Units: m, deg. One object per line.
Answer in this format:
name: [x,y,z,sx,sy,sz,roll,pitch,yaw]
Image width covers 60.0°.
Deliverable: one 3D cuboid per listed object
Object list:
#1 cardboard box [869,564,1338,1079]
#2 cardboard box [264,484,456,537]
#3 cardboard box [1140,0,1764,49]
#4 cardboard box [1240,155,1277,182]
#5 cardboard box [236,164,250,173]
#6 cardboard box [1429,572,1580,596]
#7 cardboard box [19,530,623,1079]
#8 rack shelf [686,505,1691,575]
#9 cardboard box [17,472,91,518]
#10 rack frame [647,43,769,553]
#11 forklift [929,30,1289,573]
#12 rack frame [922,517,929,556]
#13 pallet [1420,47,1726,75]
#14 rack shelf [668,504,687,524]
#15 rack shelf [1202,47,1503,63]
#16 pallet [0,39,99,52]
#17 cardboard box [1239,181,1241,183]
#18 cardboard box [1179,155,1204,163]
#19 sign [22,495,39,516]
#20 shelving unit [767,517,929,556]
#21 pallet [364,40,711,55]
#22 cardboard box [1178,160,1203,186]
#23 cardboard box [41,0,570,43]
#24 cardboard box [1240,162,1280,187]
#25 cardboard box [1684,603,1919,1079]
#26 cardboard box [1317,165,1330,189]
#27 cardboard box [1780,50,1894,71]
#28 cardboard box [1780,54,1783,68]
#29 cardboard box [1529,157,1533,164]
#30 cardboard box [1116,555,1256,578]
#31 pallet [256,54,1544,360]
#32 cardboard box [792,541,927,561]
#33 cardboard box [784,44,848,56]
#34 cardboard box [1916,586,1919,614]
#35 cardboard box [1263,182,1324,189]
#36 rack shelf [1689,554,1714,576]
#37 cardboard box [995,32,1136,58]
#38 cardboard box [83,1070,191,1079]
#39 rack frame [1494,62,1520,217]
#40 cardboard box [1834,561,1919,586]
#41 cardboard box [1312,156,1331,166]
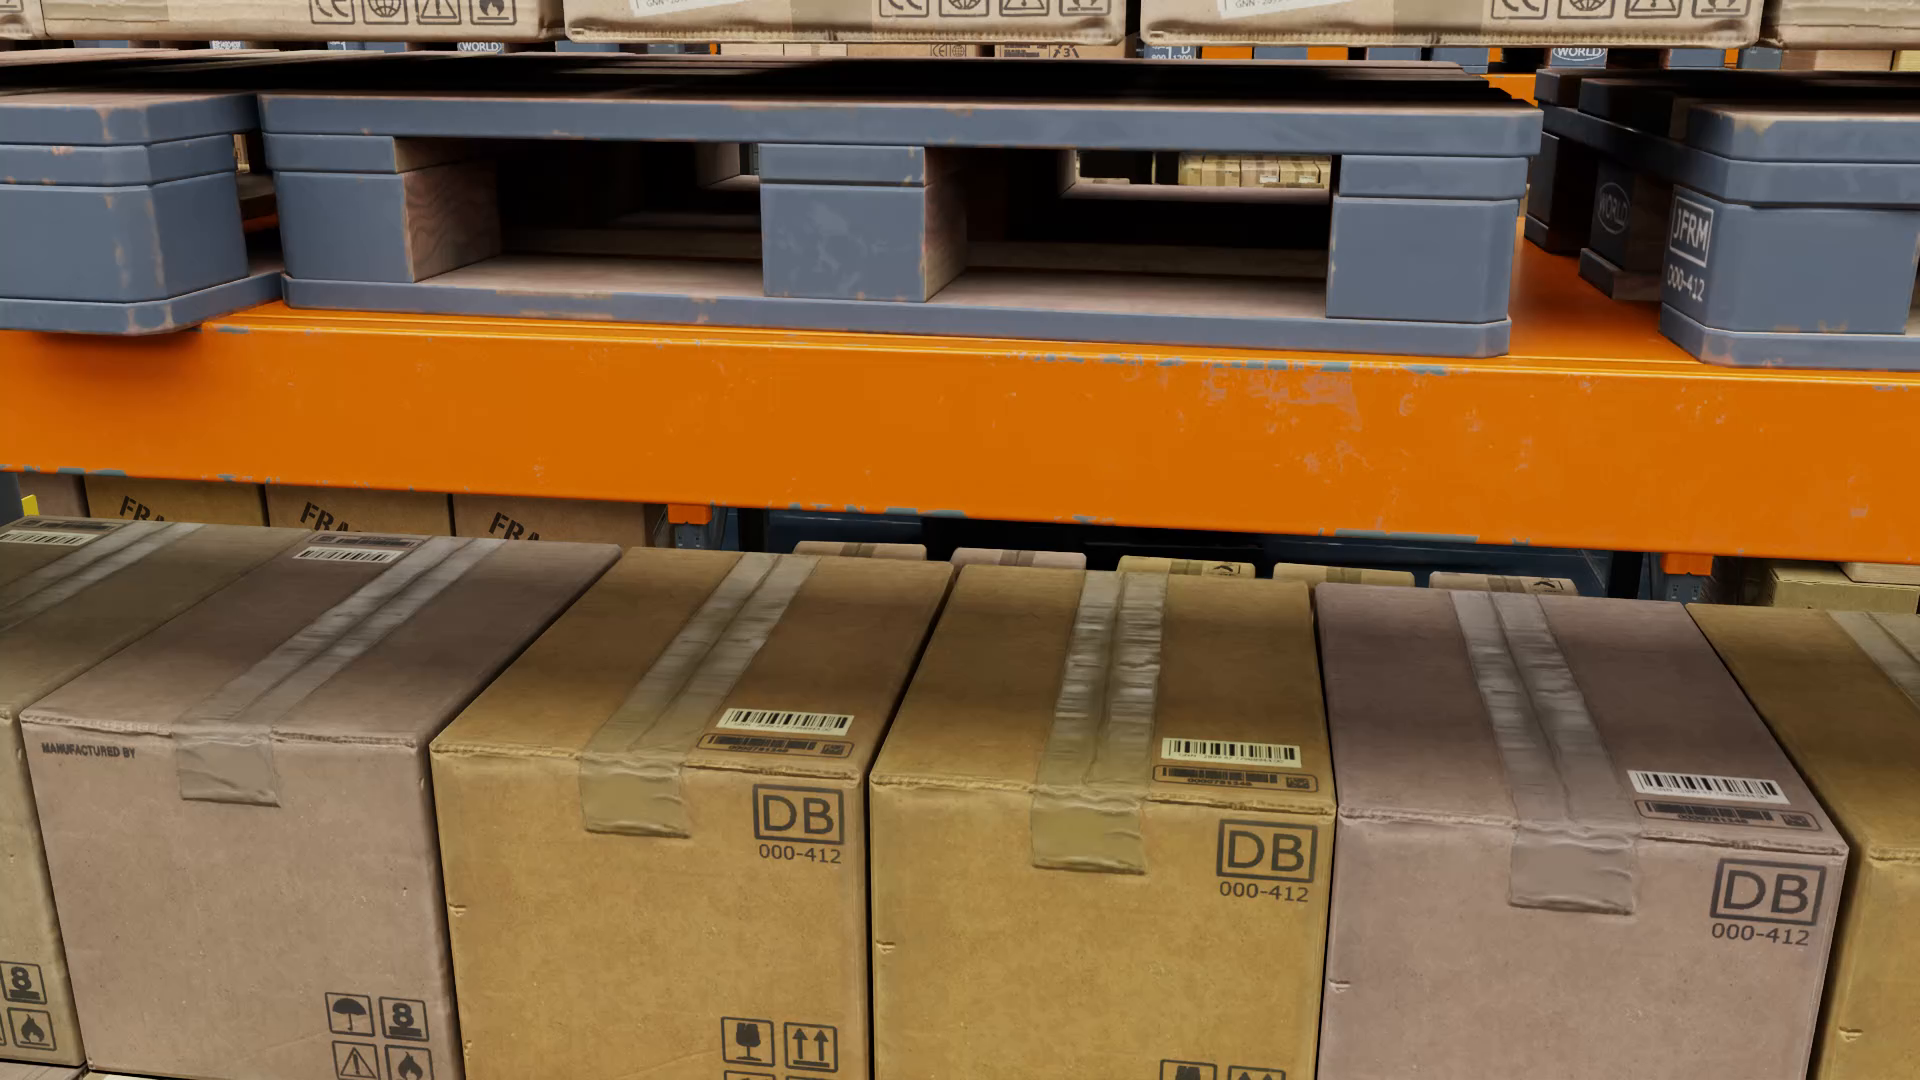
cardboard box: [0.199,0.391,2.173,0.500,0.500,0.700,3,19,8]
cardboard box: [-2.617,-0.043,7.891,0.875,0.875,0.875,3,19,9]
cardboard box: [0.430,-0.633,1.562,0.500,0.311,0.500,2,19,7]
cardboard box: [2.102,-2.619,11.723,0.250,0.149,0.380,3,19,8]
cardboard box: [-3.527,-1.468,7.730,0.500,0.500,0.500,3,19,10]
cardboard box: [2.363,0.478,7.126,0.625,0.372,0.950,3,19,9]
cardboard box: [-0.812,0.341,2.324,0.500,0.500,0.700,3,19,8]
rack shelf: [0.907,-0.303,7.114,4.000,0.370,1.077,3,19,9]
cardboard box: [-4.393,-0.131,8.154,0.875,0.875,0.875,4,19,10]
rack frame: [-1.068,-0.744,7.301,0.127,3.000,1.000,3,19,9]
forklift: [1.365,-1.373,9.288,3.031,2.935,1.130,1,19,4]
rack frame: [-0.183,-0.699,9.529,0.032,1.500,0.500,1,19,4]
pallet: [2.289,-1.941,6.445,1.003,0.211,1.213,3,19,9]
rack shelf: [-3.043,-0.504,7.716,4.000,0.370,1.077,3,19,9]
rack shelf: [1.690,-3.280,11.286,4.000,0.370,1.077,3,19,9]
pallet: [-4.104,-2.247,7.365,1.217,0.209,0.805,2,19,6]
cardboard box: [2.205,-2.428,11.781,0.500,0.250,0.500,2,19,7]
cardboard box: [1.588,-2.631,11.758,0.250,0.149,0.380,3,19,10]
sign: [-1.669,0.088,2.987,0.005,0.325,0.100,3,19,9]
shelving unit: [-0.690,-0.711,9.564,1.048,1.500,0.538,1,19,4]
pallet: [-1.712,-2.093,6.902,1.003,0.211,1.213,4,19,11]
cardboard box: [1.532,-2.502,11.373,0.250,0.149,0.380,3,19,9]
cardboard box: [-0.579,-0.656,1.726,0.500,0.250,0.500,3,19,10]
cardboard box: [2.026,-2.456,11.236,0.250,0.149,0.380,3,19,9]
cardboard box: [1.197,0.443,2.019,0.500,0.500,0.700,3,19,8]
cardboard box: [2.521,-2.409,11.095,0.250,0.149,0.380,2,19,7]
cardboard box: [3.153,-1.753,5.984,0.250,0.149,0.380,3,19,8]
cardboard box: [3.242,-1.926,6.501,0.250,0.149,0.380,3,19,9]
cardboard box: [4.028,-2.673,11.416,0.250,0.149,0.380,3,19,9]
cardboard box: [0.966,0.409,7.334,0.625,0.372,0.950,4,19,10]
pallet: [-0.005,-0.450,1.992,1.213,0.211,1.003,4,19,11]
cardboard box: [-0.512,0.334,7.557,0.625,0.372,0.950,2,19,5]
cardboard box: [-0.532,-2.021,6.601,0.258,0.266,0.396,3,19,9]
cardboard box: [3.952,0.344,6.539,0.500,0.500,0.500,4,19,11]
cardboard box: [1.384,-1.395,6.935,0.250,0.149,0.380,4,19,12]
rack shelf: [4.856,-0.101,6.512,4.000,0.370,1.077,3,19,9]
cardboard box: [0.443,-2.148,6.606,0.637,0.503,0.797,3,19,9]
cardboard box: [-0.850,0.896,2.241,0.500,0.500,0.500,3,19,8]
rack frame: [3.665,-2.098,11.347,0.127,3.000,1.000,3,19,9]
cardboard box: [3.535,0.038,6.430,0.250,0.149,0.380,3,19,9]
cardboard box: [2.593,-2.587,11.629,0.250,0.149,0.380,3,19,8]
